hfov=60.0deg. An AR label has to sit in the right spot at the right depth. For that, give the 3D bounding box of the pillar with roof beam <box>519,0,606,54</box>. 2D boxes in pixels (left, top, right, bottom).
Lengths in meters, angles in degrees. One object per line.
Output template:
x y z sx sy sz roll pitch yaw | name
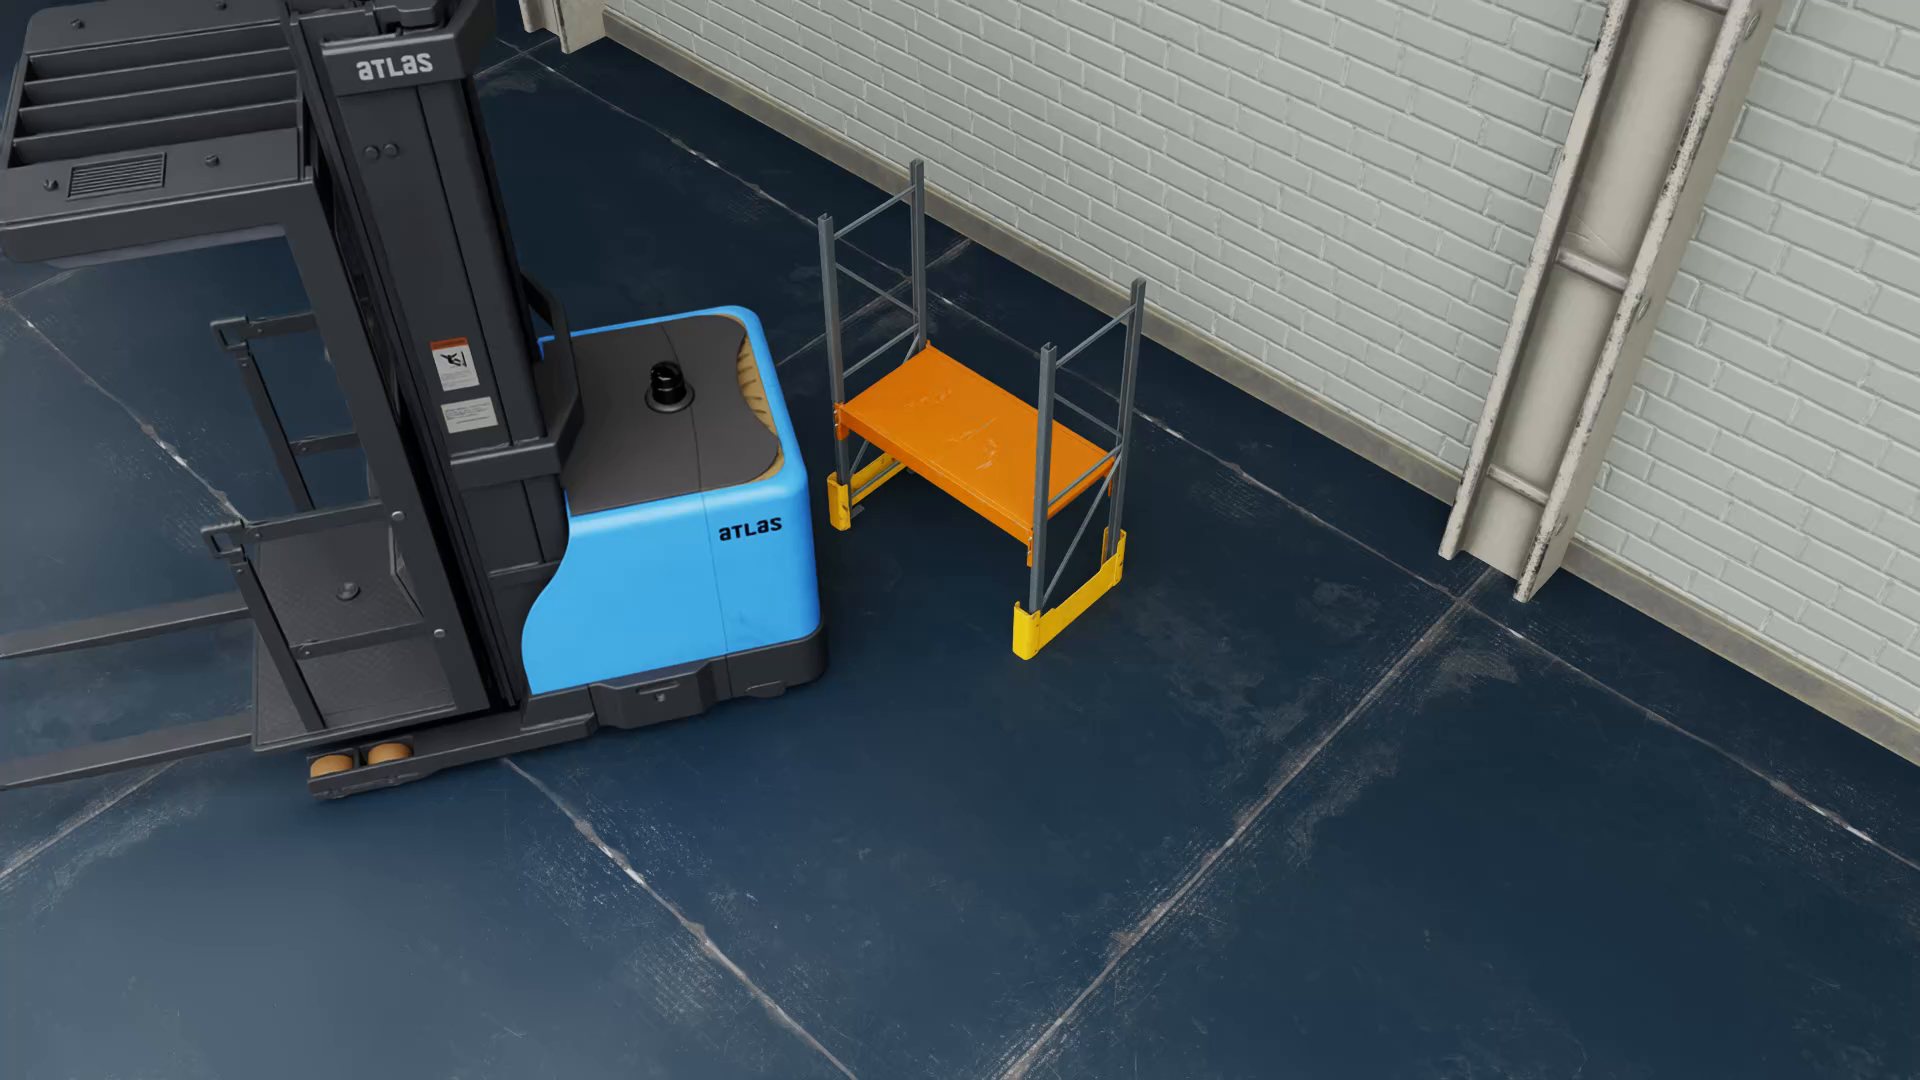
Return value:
-5.156 -3.671 4.024 0.400 9.000 9.100 34 55 28 | pillar with roof beam

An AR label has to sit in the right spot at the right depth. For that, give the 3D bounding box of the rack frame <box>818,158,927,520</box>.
-0.311 -0.723 6.400 0.032 1.500 0.500 34 55 28 | rack frame

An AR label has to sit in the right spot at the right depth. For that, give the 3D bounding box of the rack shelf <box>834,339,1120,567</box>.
0.063 -0.348 6.295 1.000 0.185 0.538 34 55 28 | rack shelf

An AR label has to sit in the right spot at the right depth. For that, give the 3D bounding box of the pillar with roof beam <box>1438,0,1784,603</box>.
-0.747 -0.704 1.238 0.400 9.000 9.100 34 55 28 | pillar with roof beam

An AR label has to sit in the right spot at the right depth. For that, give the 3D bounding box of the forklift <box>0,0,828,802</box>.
-2.069 -0.519 5.227 3.031 2.935 1.130 -11 48 -11 | forklift

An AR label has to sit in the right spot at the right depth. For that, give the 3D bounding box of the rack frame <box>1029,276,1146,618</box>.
0.436 -0.220 5.928 0.032 1.500 0.500 34 55 28 | rack frame

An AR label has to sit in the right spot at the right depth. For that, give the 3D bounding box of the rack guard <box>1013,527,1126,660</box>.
0.422 0.198 6.392 0.087 0.250 0.587 34 55 28 | rack guard

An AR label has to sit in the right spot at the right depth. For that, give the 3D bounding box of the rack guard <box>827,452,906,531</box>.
-0.310 -0.294 6.855 0.087 0.250 0.587 34 55 28 | rack guard

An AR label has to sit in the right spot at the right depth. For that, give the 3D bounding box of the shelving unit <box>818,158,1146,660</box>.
0.056 -0.476 6.168 1.083 1.500 0.587 34 55 28 | shelving unit
